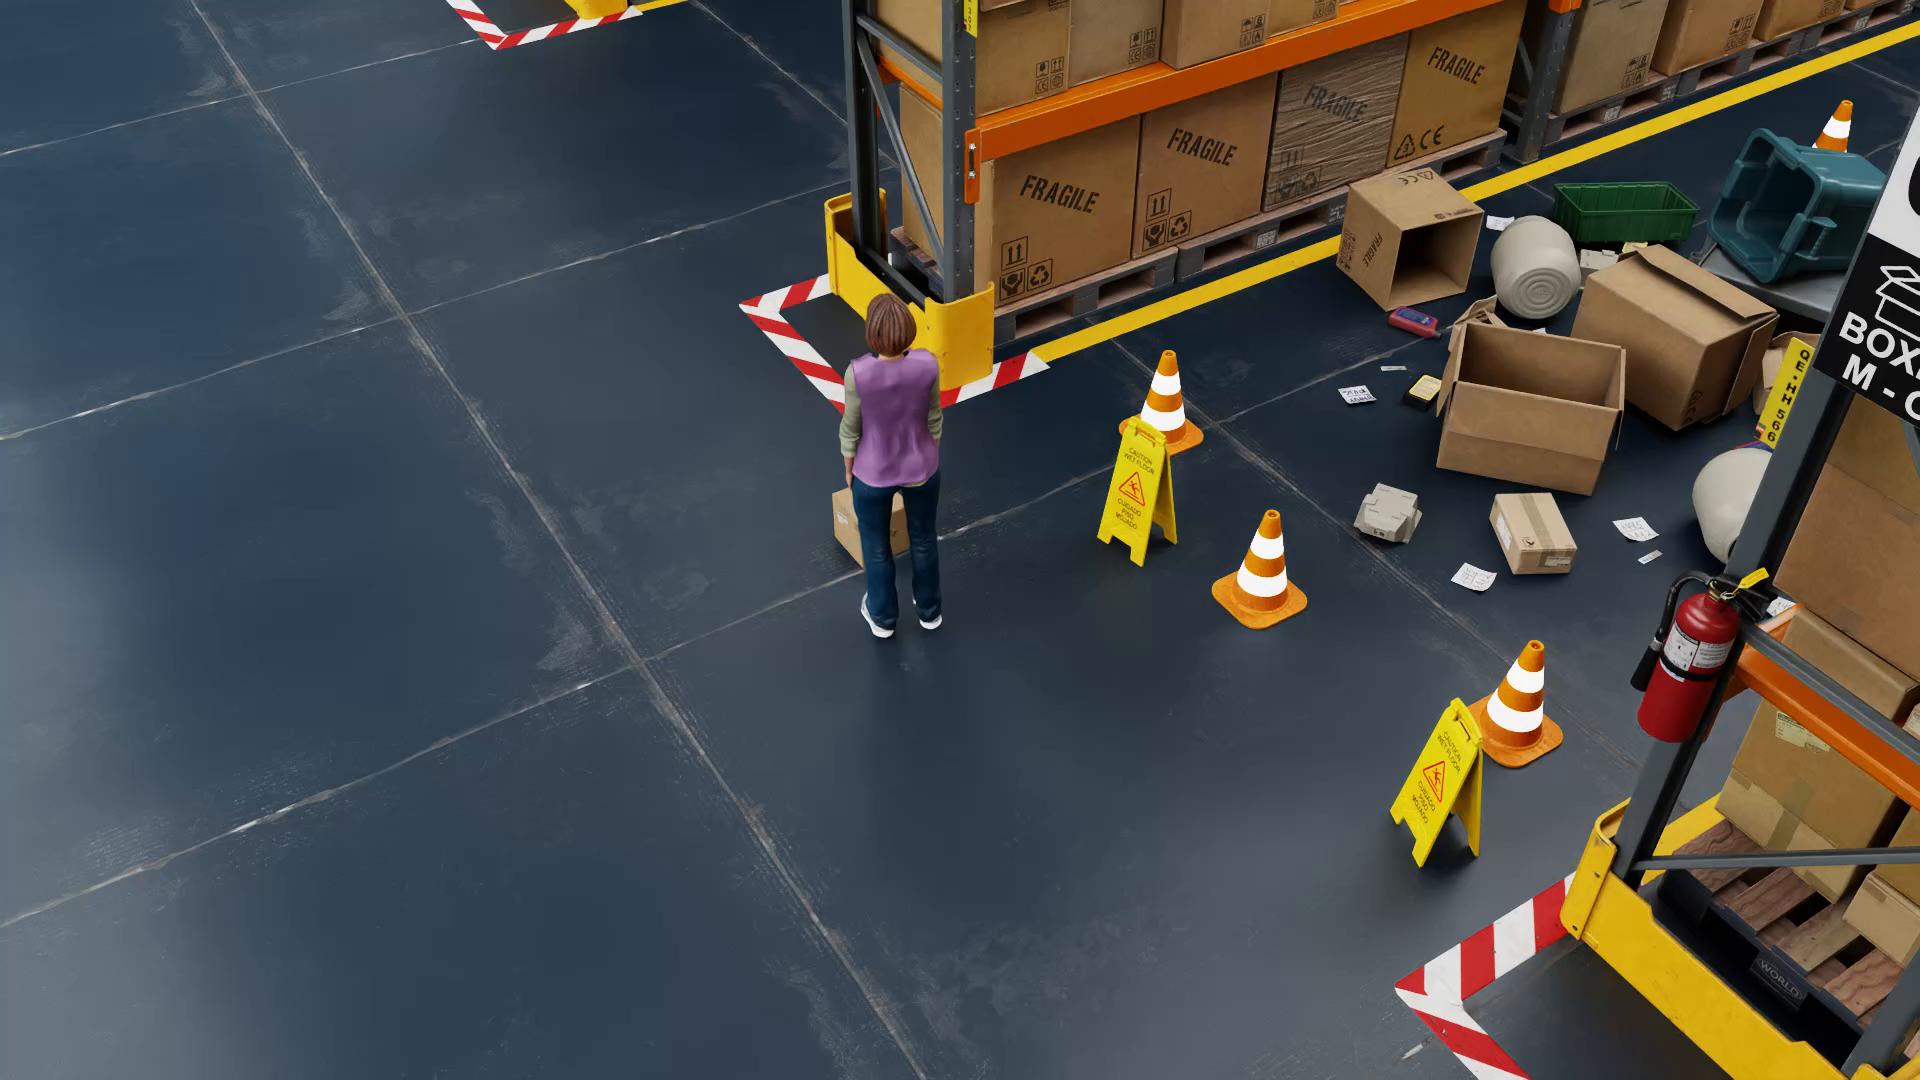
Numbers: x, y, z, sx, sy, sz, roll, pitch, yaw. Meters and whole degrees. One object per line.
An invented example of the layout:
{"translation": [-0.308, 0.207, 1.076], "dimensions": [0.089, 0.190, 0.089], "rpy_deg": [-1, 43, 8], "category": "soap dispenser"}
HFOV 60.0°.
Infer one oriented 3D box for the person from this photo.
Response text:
{"translation": [-0.265, -0.275, 6.479], "dimensions": [0.404, 1.600, 0.307], "rpy_deg": [-9, 42, -11], "category": "person"}
